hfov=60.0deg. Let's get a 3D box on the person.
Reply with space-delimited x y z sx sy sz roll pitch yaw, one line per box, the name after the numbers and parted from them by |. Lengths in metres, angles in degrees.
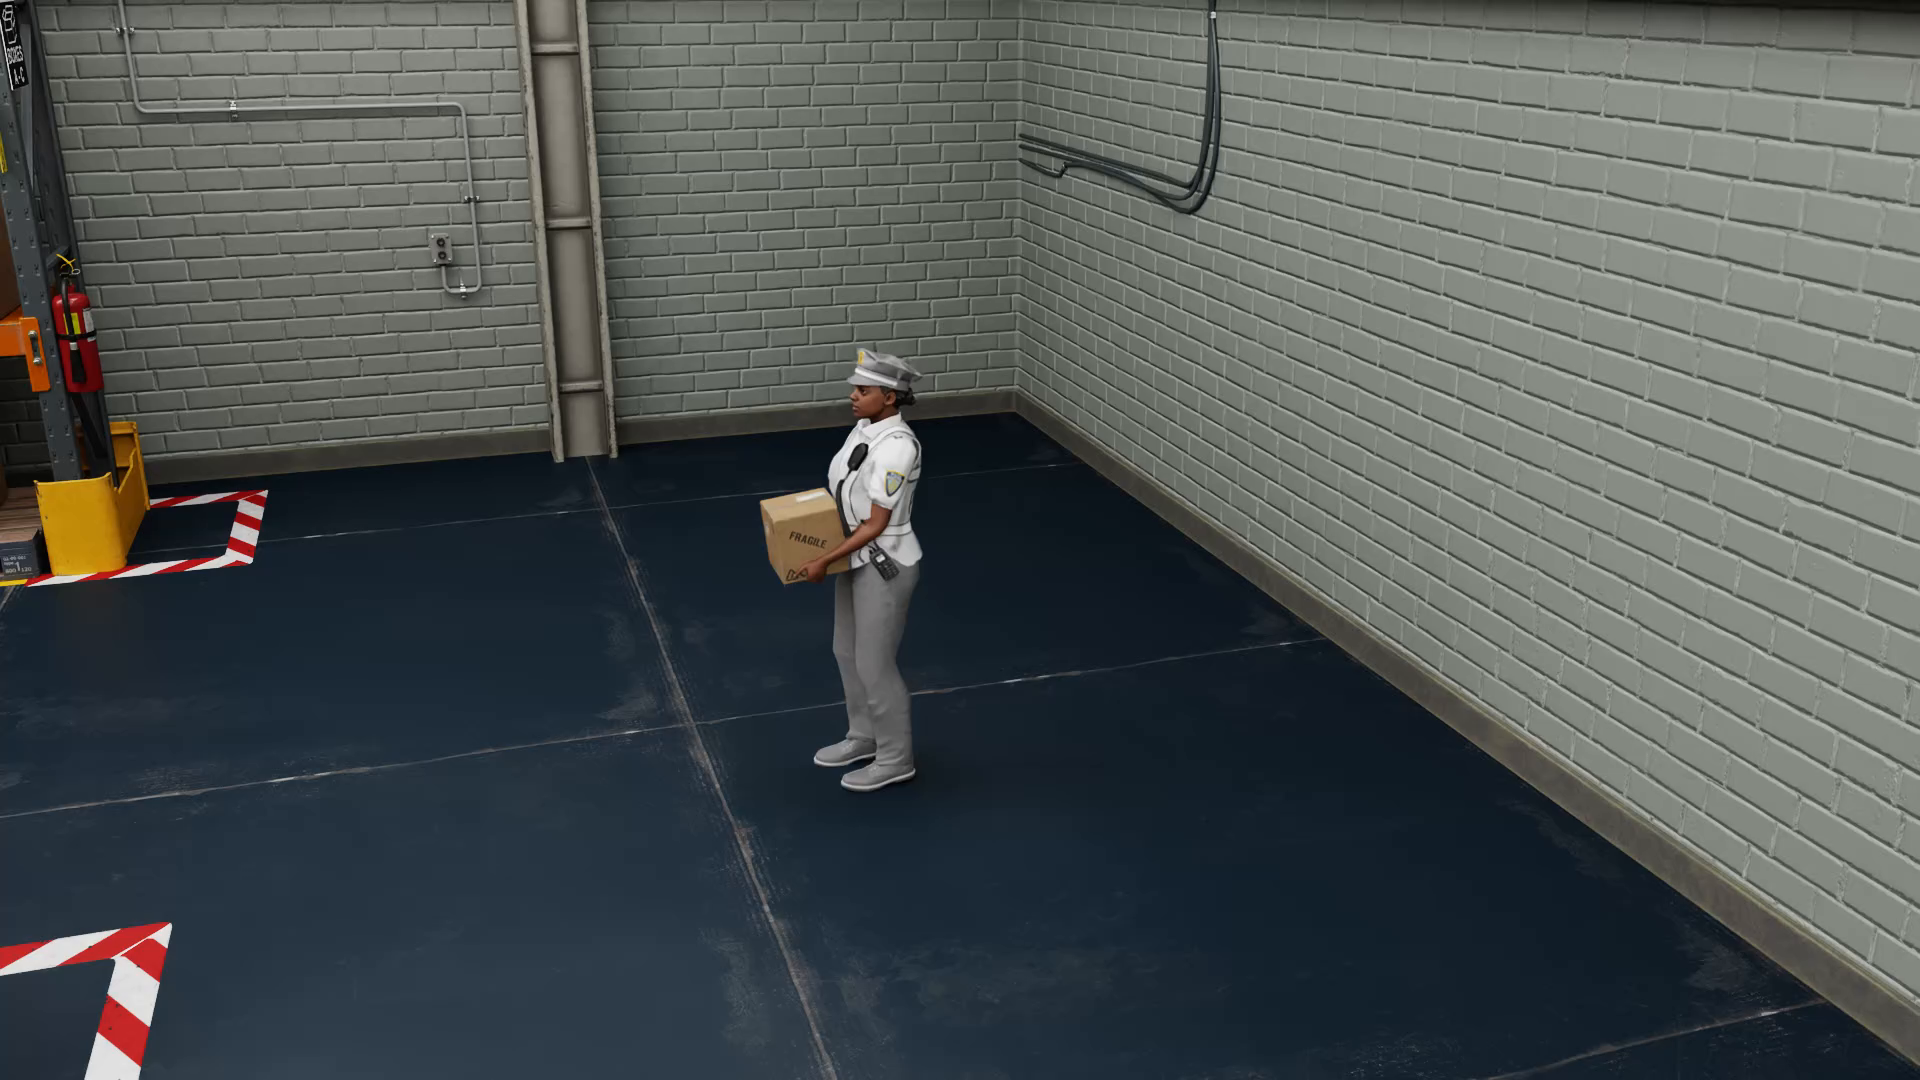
-0.398 0.108 6.227 0.514 1.690 0.450 -6 20 -17 | person
